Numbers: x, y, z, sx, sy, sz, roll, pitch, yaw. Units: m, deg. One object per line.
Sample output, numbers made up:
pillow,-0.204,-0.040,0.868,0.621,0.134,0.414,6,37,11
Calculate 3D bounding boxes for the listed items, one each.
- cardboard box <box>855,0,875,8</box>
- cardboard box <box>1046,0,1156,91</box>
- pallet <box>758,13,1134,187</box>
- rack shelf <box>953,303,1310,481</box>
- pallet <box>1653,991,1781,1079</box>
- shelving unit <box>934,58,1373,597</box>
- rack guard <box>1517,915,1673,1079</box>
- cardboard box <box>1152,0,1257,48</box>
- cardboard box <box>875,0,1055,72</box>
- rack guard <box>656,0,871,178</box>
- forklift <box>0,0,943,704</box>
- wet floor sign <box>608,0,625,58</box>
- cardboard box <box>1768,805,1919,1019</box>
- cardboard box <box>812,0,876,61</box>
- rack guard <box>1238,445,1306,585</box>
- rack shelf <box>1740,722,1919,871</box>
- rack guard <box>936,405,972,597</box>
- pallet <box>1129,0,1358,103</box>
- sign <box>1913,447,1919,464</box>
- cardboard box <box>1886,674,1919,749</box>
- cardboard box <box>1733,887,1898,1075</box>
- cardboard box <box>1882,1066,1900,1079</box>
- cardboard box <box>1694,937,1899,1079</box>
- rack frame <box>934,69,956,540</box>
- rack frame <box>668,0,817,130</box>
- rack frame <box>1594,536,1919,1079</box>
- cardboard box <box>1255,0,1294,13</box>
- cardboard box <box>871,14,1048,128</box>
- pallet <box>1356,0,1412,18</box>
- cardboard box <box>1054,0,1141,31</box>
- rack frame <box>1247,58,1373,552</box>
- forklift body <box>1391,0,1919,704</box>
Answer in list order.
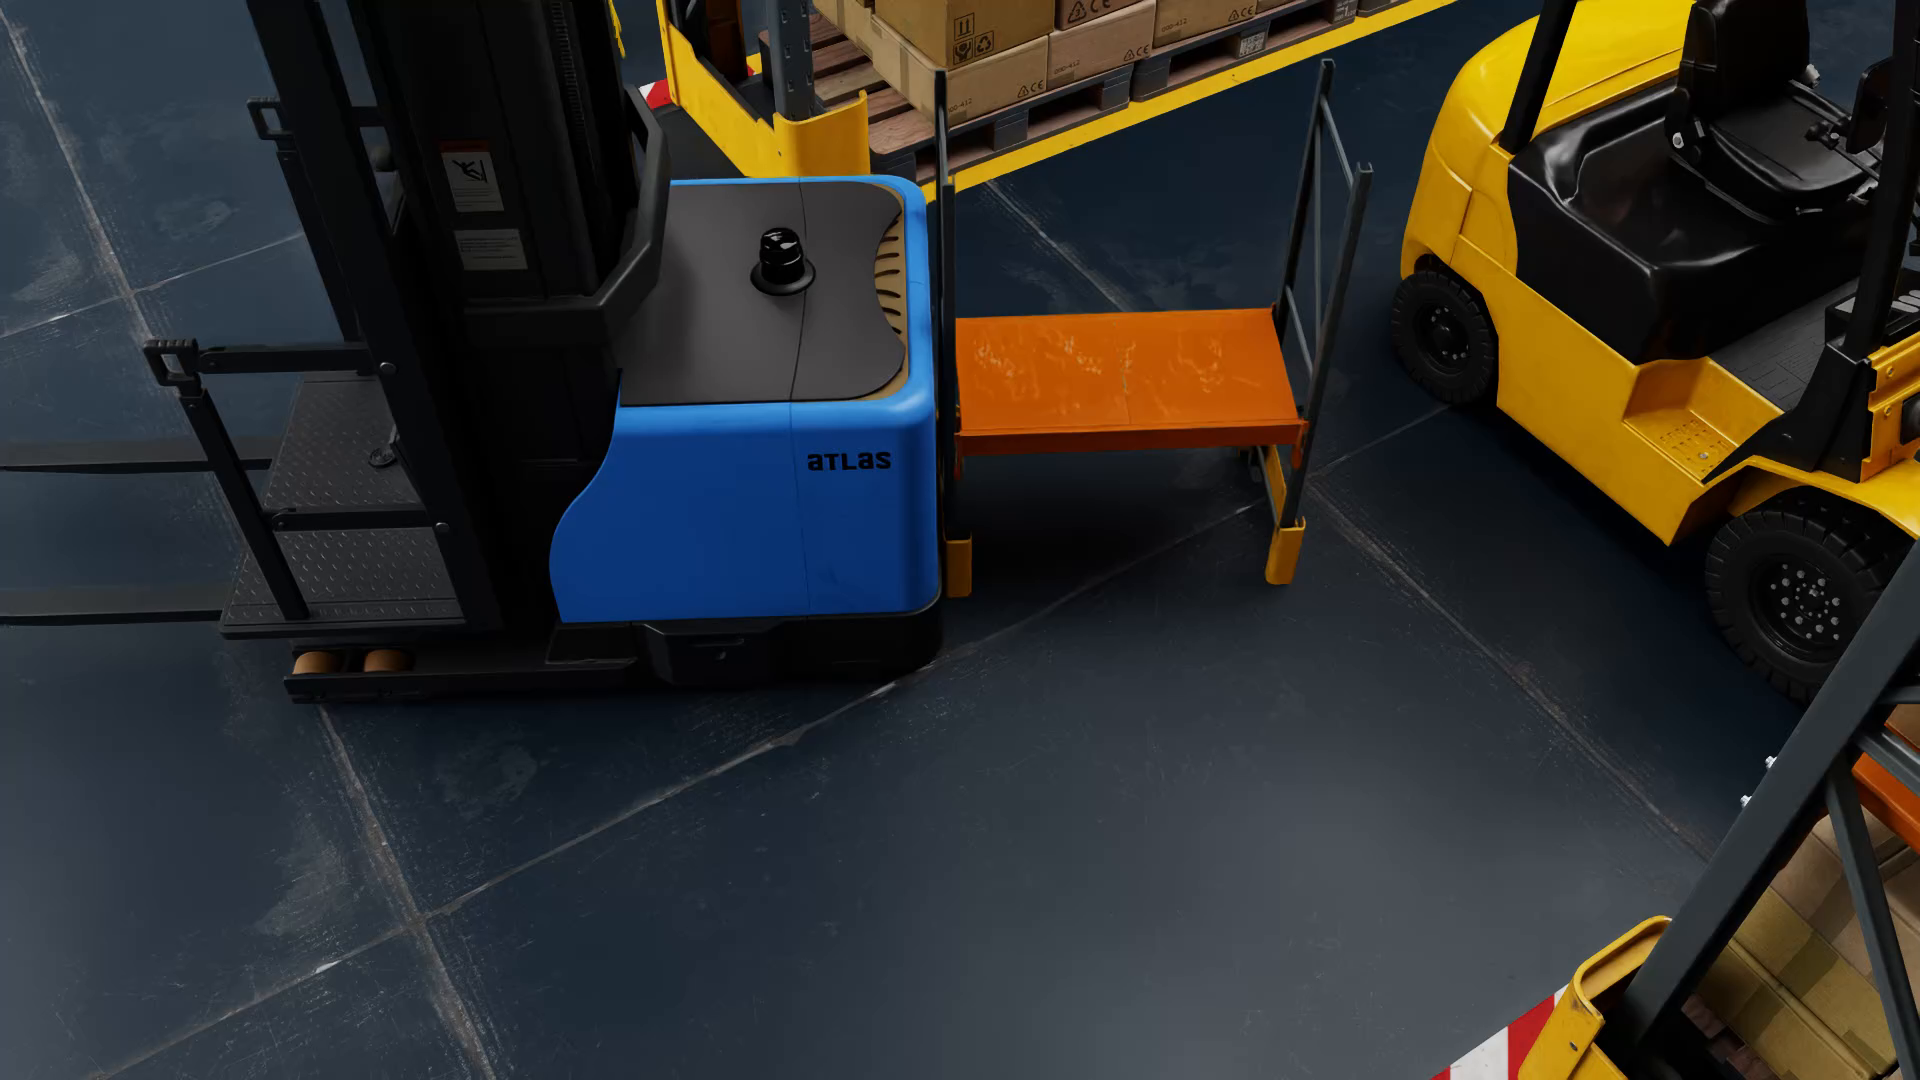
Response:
cardboard box,-0.295,-2.487,6.514,0.500,0.500,0.500,-25,53,-21
cardboard box,0.432,-2.099,6.670,0.500,0.250,0.500,-23,52,-20
pallet,-0.063,-1.932,6.830,1.213,0.211,1.003,-25,53,-21
rack shelf,0.468,-0.441,4.879,1.000,0.185,0.538,-2,48,-2
pallet,2.443,1.202,4.038,1.213,0.211,1.003,-25,53,-21
shelving unit,0.477,-0.561,4.745,1.083,1.500,0.587,-2,48,-2
rack guard,1.798,1.446,3.627,0.348,0.500,1.175,-25,53,-21
cardboard box,0.887,-2.324,6.871,0.500,0.250,0.500,-22,52,-18
cardboard box,0.016,-2.159,6.222,0.500,0.500,0.500,-27,54,-22
rack guard,-0.769,-1.727,6.453,0.348,0.500,1.175,-25,53,-21
forklift,-1.582,-0.904,4.093,3.031,2.935,1.130,-2,48,-2
wet floor sign,-1.565,-2.345,6.906,0.232,0.644,0.267,-9,49,-8
cardboard box,2.041,0.667,3.538,0.500,0.250,0.500,-24,52,-20
cardboard box,-0.273,-2.255,6.810,0.500,0.250,0.500,-25,53,-21
rack guard,0.975,-0.164,5.228,0.087,0.250,0.587,-2,48,-2
rack shelf,3.510,0.048,3.681,4.000,0.370,1.077,-25,53,-21
rack guard,-0.020,-0.127,5.196,0.087,0.250,0.587,-2,48,-2
pallet,0.968,-2.415,7.260,1.213,0.211,1.003,-25,53,-21
sign,1.541,-0.207,2.491,0.005,0.325,0.100,-25,53,-21
cardboard box,2.094,0.210,2.987,0.500,0.500,0.500,-26,53,-22
cardboard box,2.063,0.823,3.734,0.500,0.250,0.500,-26,53,-21
cardboard box,2.338,1.308,3.637,0.500,0.250,0.500,-25,53,-21
cardboard box,2.047,0.994,3.917,0.500,0.250,0.500,-25,53,-21
rack frame,-0.039,-0.542,4.728,0.032,1.500,0.500,-2,48,-2
rack frame,-0.833,-2.528,5.493,0.127,3.000,1.000,-25,53,-21
rack frame,1.818,0.605,2.702,0.127,3.000,1.000,-25,53,-21
cardboard box,1.316,-2.524,7.049,0.500,0.250,0.500,-24,53,-20
cardboard box,-0.004,-1.900,6.494,0.500,0.250,0.500,-26,53,-21
pallet,2.001,-2.905,7.695,1.213,0.211,1.003,-25,53,-21
cardboard box,0.456,-2.370,6.410,0.500,0.500,0.500,-27,54,-22
rack frame,0.976,-0.579,4.762,0.032,1.500,0.500,-2,48,-2
forklift body,2.449,-1.020,4.718,1.214,2.155,2.313,-25,53,-21
